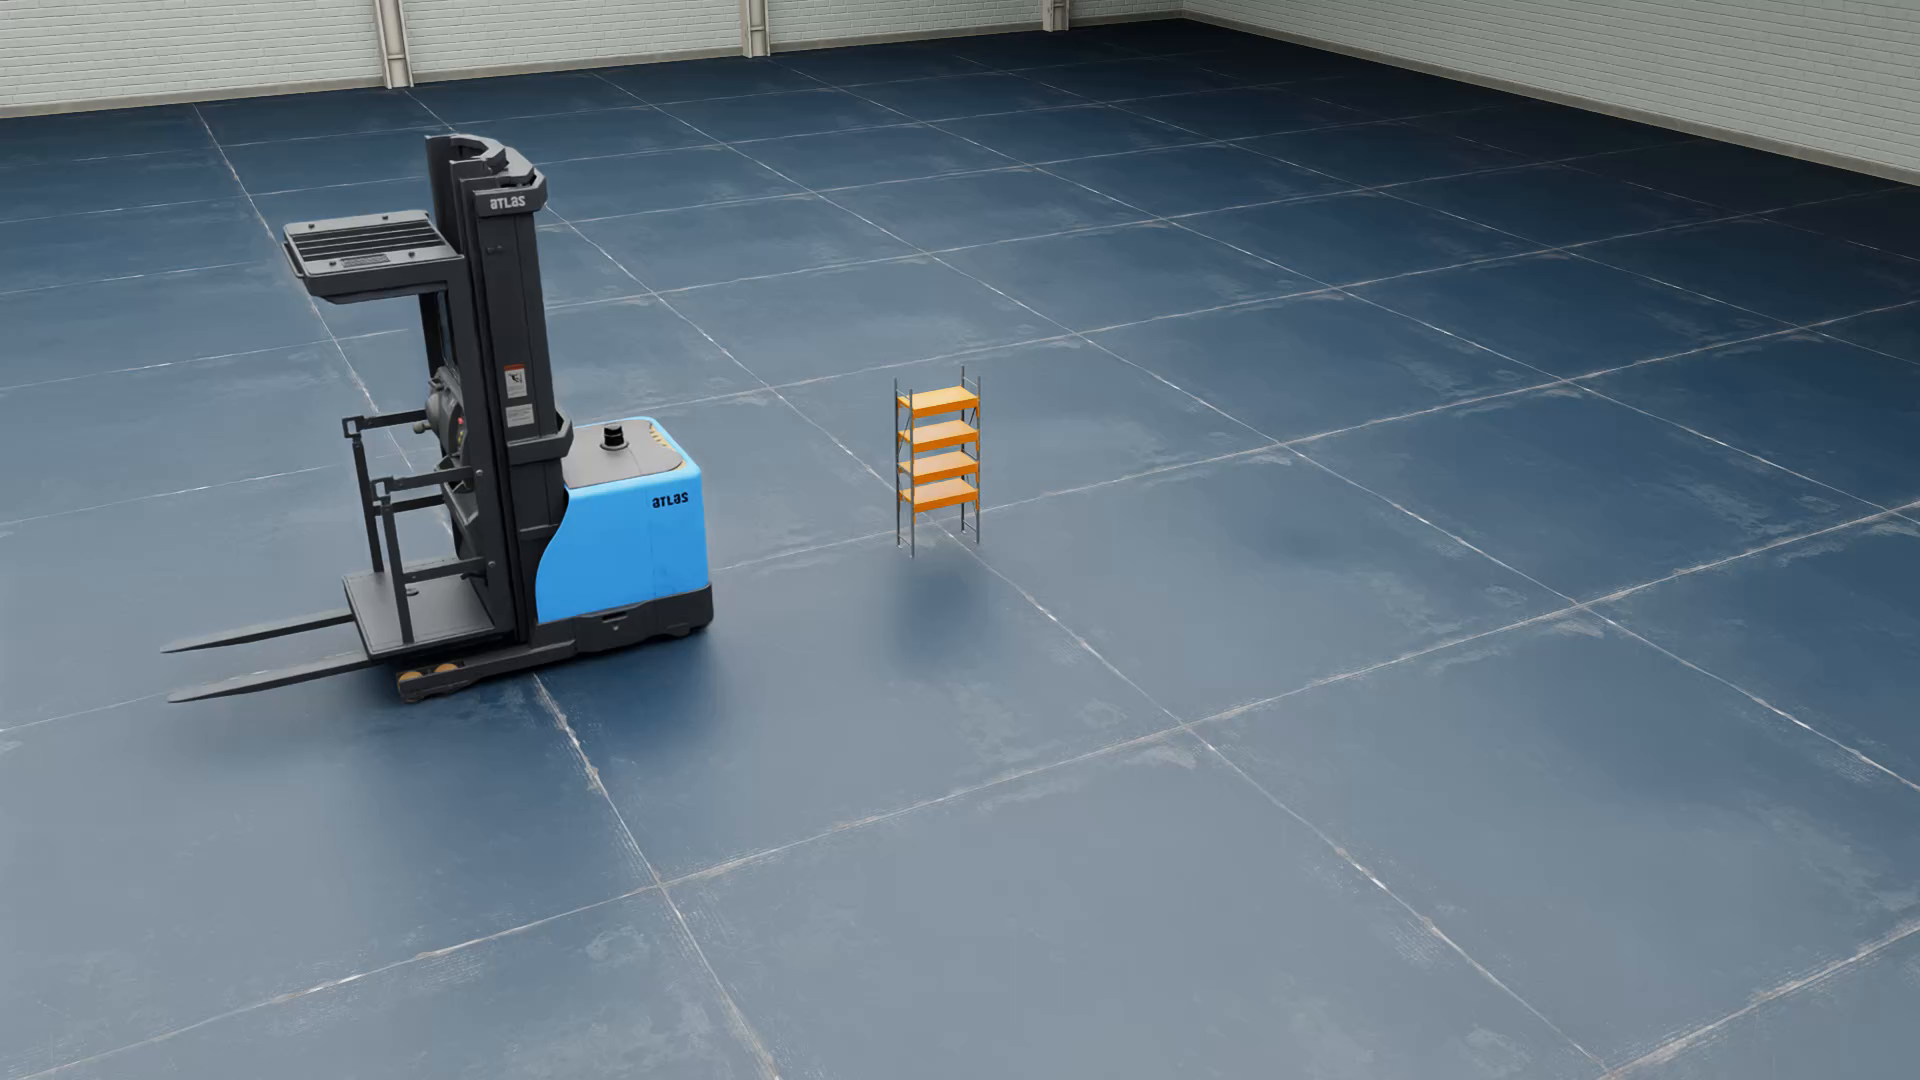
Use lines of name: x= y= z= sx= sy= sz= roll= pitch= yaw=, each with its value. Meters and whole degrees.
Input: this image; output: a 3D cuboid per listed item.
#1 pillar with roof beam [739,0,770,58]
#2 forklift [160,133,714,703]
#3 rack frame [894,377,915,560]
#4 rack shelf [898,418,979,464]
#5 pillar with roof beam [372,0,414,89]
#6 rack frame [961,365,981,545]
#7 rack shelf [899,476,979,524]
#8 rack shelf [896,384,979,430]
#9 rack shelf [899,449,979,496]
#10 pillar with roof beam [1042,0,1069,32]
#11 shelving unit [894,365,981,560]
pillar with roof beam: x=-1.479 y=-10.757 z=23.258 sx=0.400 sy=9.000 sz=9.100 roll=-13 pitch=29 yaw=-25
forklift: x=-3.049 y=-0.673 z=9.265 sx=3.031 sy=2.935 sz=1.130 roll=-12 pitch=28 yaw=-24
rack frame: x=-0.361 y=-0.457 z=10.817 sx=0.015 sy=1.200 sz=0.240 roll=-13 pitch=29 yaw=-25
rack shelf: x=-0.146 y=-0.648 z=10.852 sx=0.480 sy=0.148 sz=0.258 roll=-13 pitch=29 yaw=-25
pillar with roof beam: x=-6.773 y=-9.535 z=20.712 sx=0.400 sy=9.000 sz=9.100 roll=-13 pitch=29 yaw=-25
rack frame: x=0.069 y=-0.557 z=11.024 sx=0.015 sy=1.200 sz=0.240 roll=-13 pitch=29 yaw=-25
rack shelf: x=-0.146 y=-0.268 z=11.035 sx=0.480 sy=0.148 sz=0.258 roll=-13 pitch=29 yaw=-25
rack shelf: x=-0.146 y=-0.861 z=10.750 sx=0.480 sy=0.148 sz=0.258 roll=-13 pitch=29 yaw=-25
rack shelf: x=-0.146 y=-0.447 z=10.949 sx=0.480 sy=0.148 sz=0.258 roll=-13 pitch=29 yaw=-25
pillar with roof beam: x=3.815 y=-11.979 z=25.803 sx=0.400 sy=9.000 sz=9.100 roll=-13 pitch=29 yaw=-25
shelving unit: x=-0.146 y=-0.507 z=10.920 sx=0.503 sy=1.200 sz=0.258 roll=-13 pitch=29 yaw=-25
